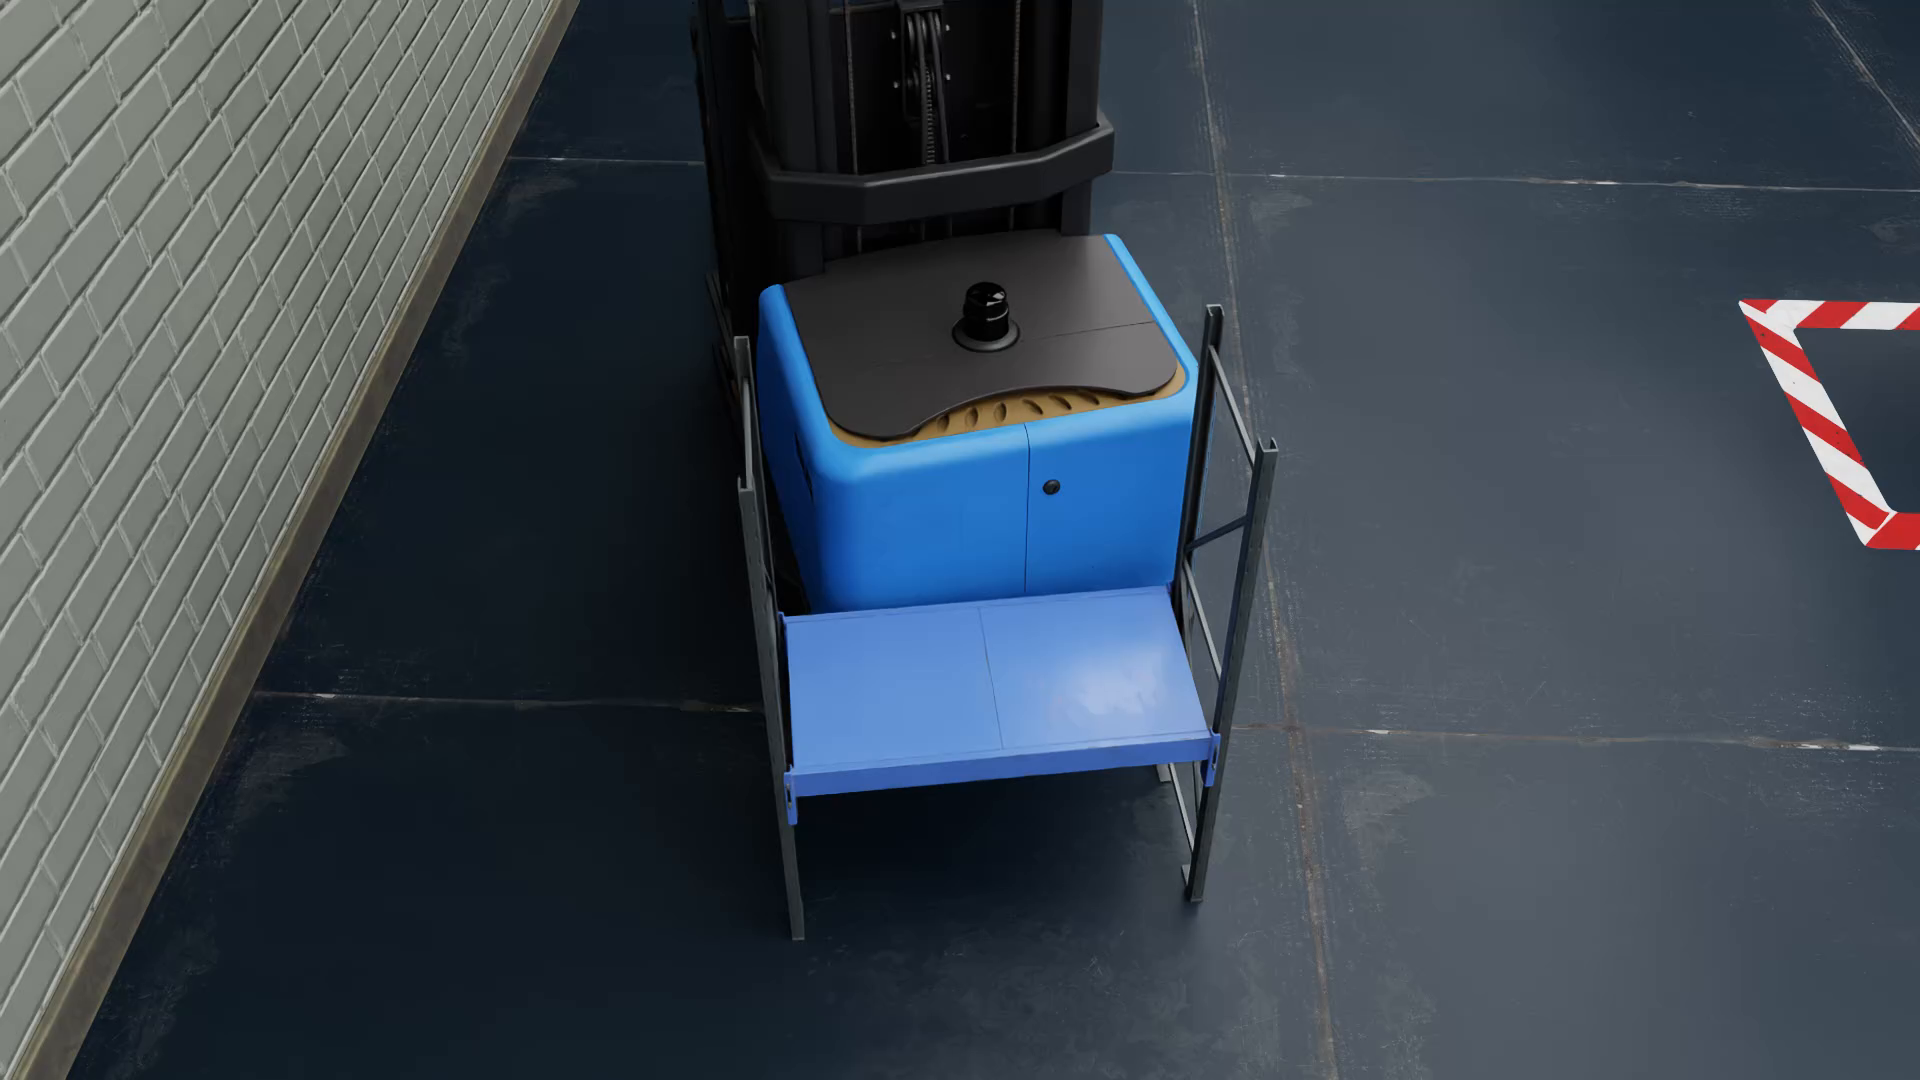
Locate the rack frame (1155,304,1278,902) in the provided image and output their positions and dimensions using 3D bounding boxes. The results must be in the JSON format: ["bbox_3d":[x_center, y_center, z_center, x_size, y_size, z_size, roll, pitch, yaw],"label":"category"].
[{"bbox_3d":[0.577,0.208,3.927,0.032,1.500,0.500,-4,43,-5],"label":"rack frame"}]

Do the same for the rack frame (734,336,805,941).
[{"bbox_3d":[-0.433,0.287,3.841,0.032,1.500,0.500,-4,43,-5],"label":"rack frame"}]

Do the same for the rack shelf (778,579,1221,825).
[{"bbox_3d":[0.072,0.379,4.007,1.000,0.185,0.538,-4,43,-5],"label":"rack shelf"}]

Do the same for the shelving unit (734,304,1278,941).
[{"bbox_3d":[0.072,0.248,3.884,1.048,1.500,0.538,-4,43,-5],"label":"shelving unit"}]

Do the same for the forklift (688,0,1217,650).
[{"bbox_3d":[-0.230,-1.518,4.730,1.130,2.935,3.031,-11,44,-11],"label":"forklift"}]
